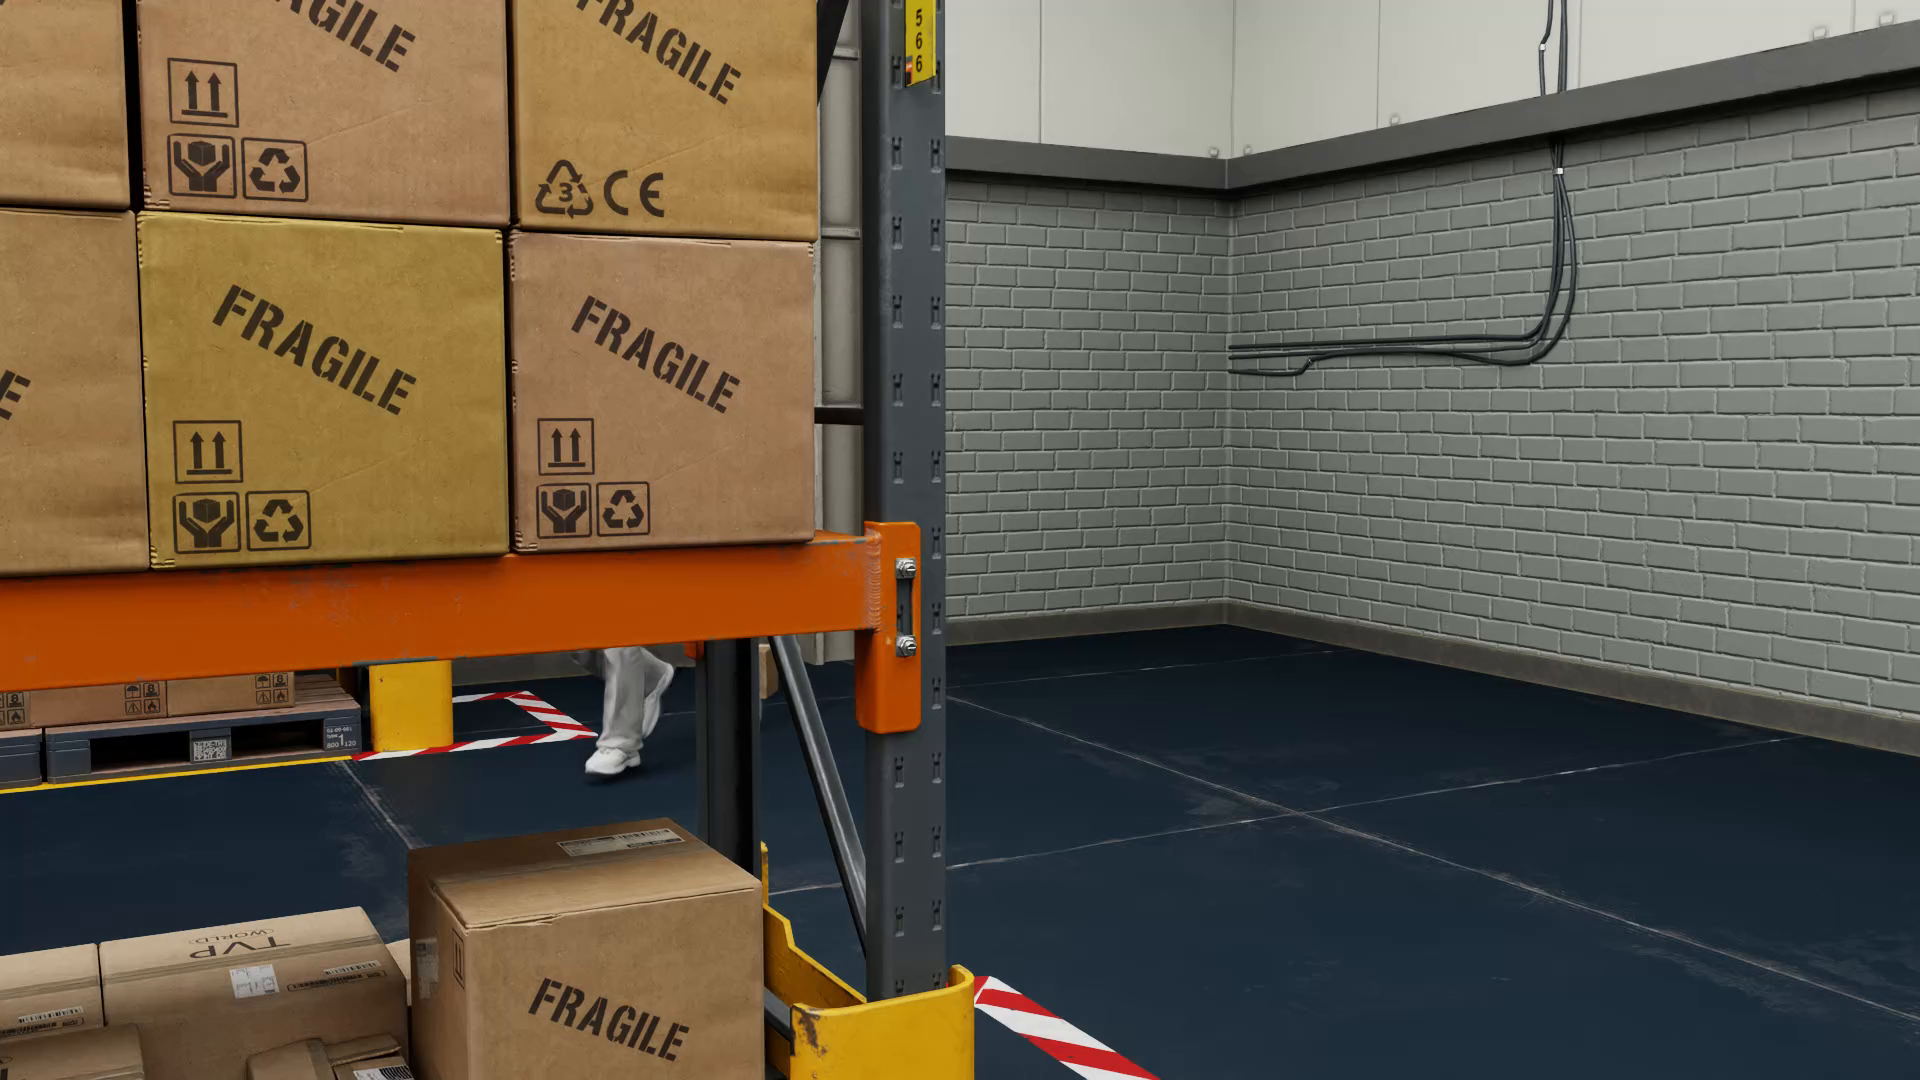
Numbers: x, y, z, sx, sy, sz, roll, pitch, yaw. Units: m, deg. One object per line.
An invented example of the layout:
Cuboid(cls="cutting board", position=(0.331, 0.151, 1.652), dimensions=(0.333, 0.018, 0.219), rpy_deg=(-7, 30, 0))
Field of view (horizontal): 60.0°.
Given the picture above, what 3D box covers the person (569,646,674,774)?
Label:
Cuboid(cls="person", position=(-1.381, 0.051, 6.865), dimensions=(0.580, 1.756, 0.706), rpy_deg=(2, 5, 23))
